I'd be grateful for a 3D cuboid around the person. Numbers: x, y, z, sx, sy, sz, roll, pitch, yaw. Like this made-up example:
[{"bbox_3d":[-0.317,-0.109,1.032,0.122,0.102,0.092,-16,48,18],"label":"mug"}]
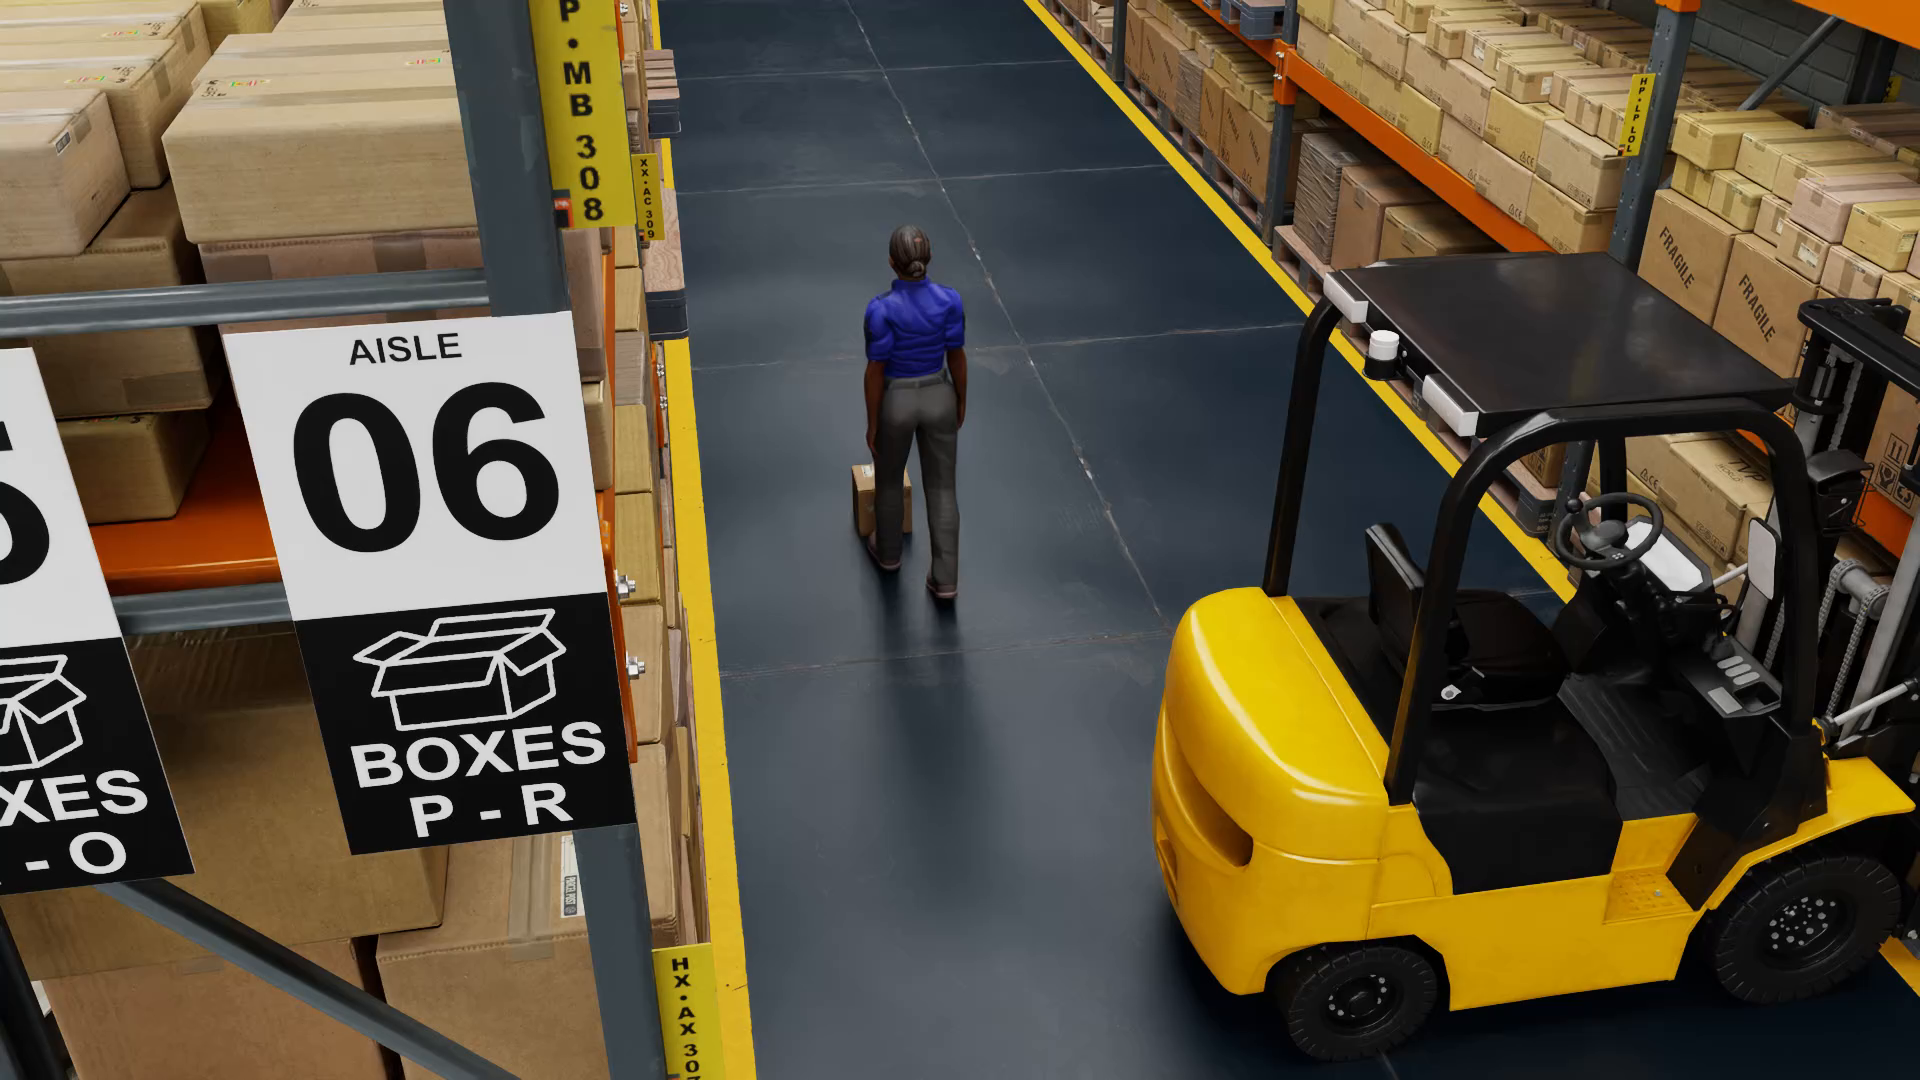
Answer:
[{"bbox_3d":[-0.196,-0.559,7.060,0.456,1.655,0.655,-7,32,-12],"label":"person"}]
